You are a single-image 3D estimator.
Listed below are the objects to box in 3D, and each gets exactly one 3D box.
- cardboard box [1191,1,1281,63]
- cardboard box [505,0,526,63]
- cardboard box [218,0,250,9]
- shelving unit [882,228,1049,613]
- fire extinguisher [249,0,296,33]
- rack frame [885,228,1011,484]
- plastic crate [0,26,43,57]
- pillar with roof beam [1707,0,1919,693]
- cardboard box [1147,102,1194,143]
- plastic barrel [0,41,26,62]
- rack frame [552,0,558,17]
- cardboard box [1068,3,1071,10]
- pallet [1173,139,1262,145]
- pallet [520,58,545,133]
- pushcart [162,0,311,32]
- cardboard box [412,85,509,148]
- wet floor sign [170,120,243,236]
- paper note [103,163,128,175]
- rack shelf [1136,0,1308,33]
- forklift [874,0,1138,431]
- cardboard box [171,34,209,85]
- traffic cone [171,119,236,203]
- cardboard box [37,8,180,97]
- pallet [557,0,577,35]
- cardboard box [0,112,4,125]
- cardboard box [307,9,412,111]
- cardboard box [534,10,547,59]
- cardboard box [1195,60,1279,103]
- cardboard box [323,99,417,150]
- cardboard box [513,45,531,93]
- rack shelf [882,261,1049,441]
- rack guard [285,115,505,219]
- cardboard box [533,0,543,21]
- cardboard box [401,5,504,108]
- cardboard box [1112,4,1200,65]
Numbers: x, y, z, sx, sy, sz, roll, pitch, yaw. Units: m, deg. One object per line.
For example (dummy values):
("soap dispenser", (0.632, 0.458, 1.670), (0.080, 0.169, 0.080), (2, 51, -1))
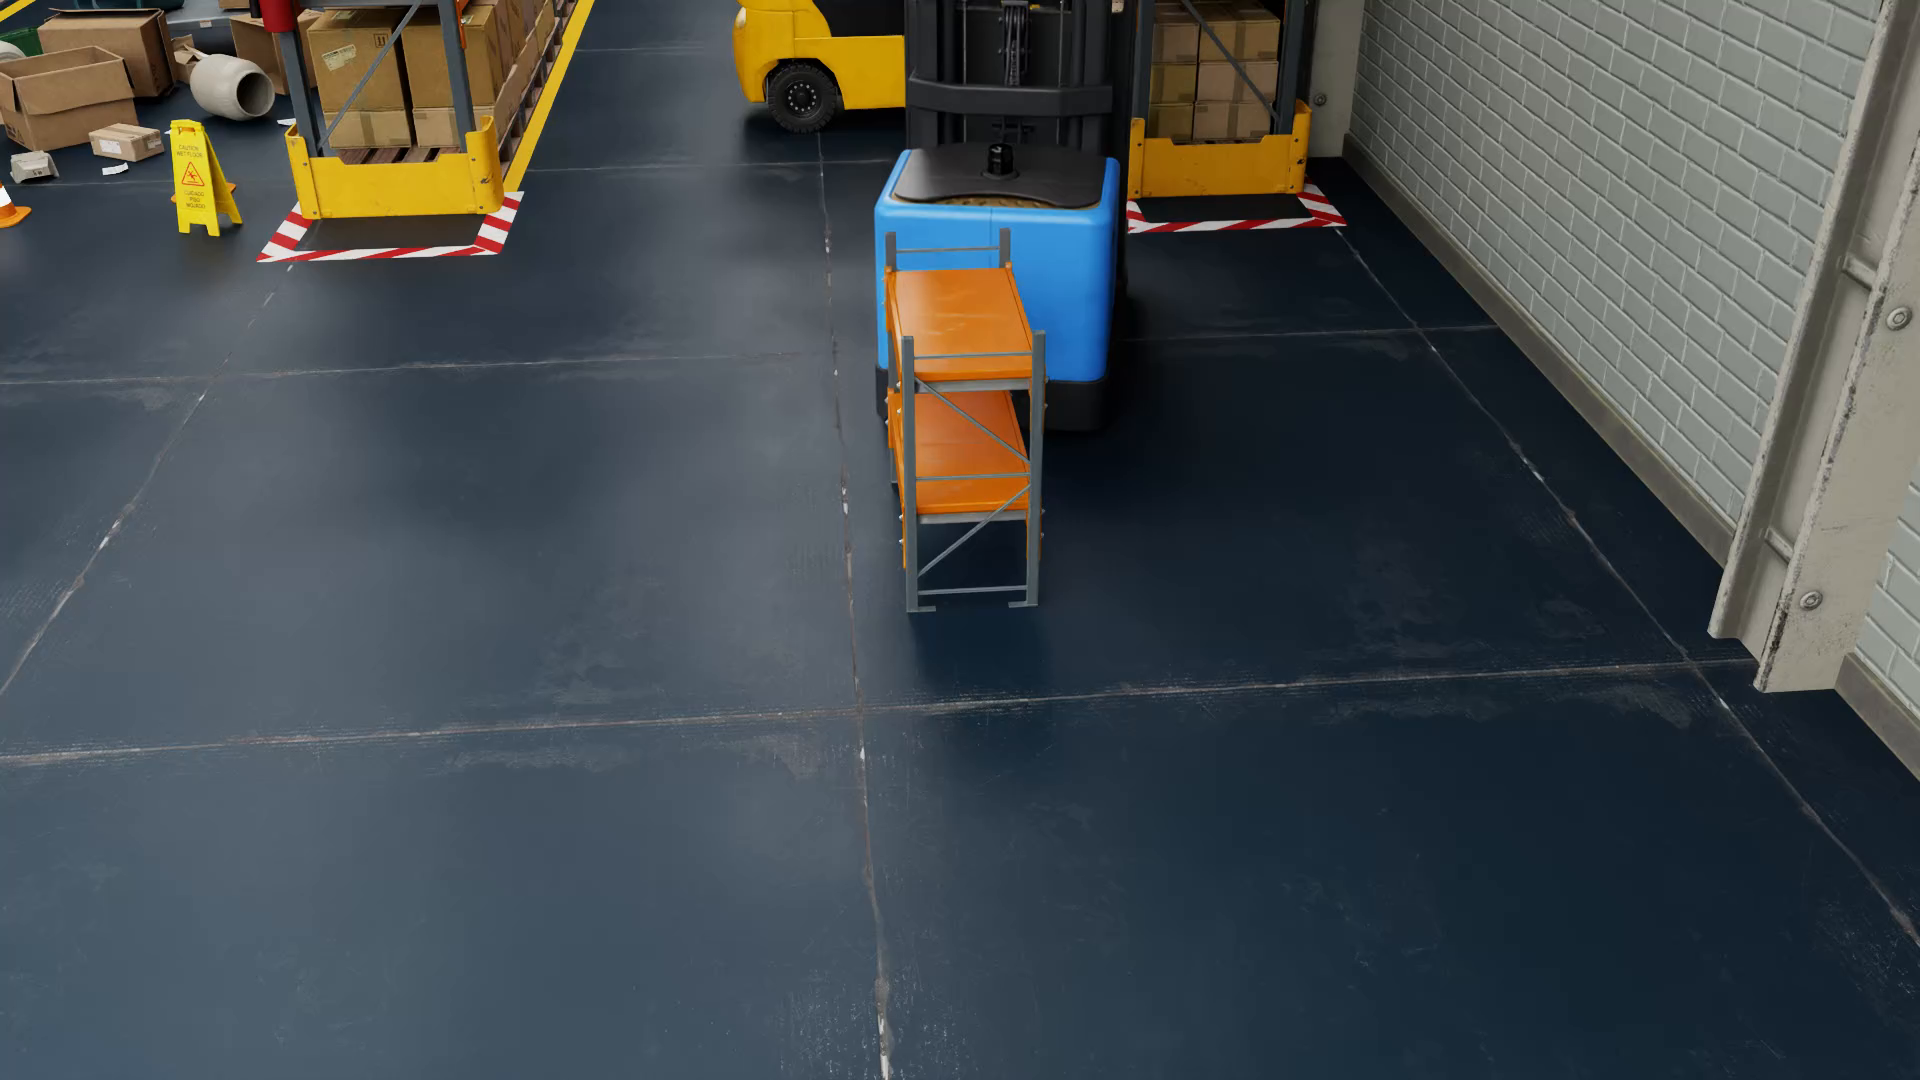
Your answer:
("cardboard box", (1.701, -3.208, 10.492), (0.500, 0.250, 0.500), (-3, 31, -5))
("cardboard box", (-3.279, -3.567, 11.337), (0.500, 0.500, 0.500), (-2, 31, -4))
("cardboard box", (-5.527, -4.478, 13.021), (0.500, 0.500, 0.500), (-3, 31, -5))
("shelving unit", (-0.001, -0.486, 6.467), (0.538, 1.125, 1.048), (-3, 31, -5))
("fire extinguisher", (-3.832, -3.171, 9.209), (0.296, 0.674, 0.183), (-3, 31, -5))
("rack frame", (-0.048, -0.746, 6.902), (0.500, 1.125, 0.032), (-3, 31, -5))
("plastic crate", (-7.356, -3.830, 12.922), (0.450, 0.188, 0.662), (4, 30, 26))
("pillar with roof beam", (-1.336, -3.229, 3.380), (9.100, 9.000, 0.400), (-3, 31, -5))
("cardboard box", (1.199, -2.749, 10.699), (0.500, 0.250, 0.500), (-3, 31, -4))
("plastic barrel", (-7.043, -3.426, 12.074), (0.512, 0.421, 0.421), (20, 36, 29))
("rack frame", (-3.758, -5.327, 12.743), (1.000, 3.000, 0.127), (-3, 31, -5))
("cardboard box", (1.053, -3.747, 11.883), (0.500, 0.250, 0.500), (-3, 31, -5))
("pallet", (1.445, -2.716, 11.091), (1.003, 0.211, 1.213), (-3, 31, -5))
("pallet", (-3.543, -3.164, 11.842), (1.003, 0.211, 1.213), (-3, 31, -5))
("pushcart", (-6.023, -4.066, 13.190), (1.648, 0.377, 0.936), (-14, 33, -22))
("cardboard box", (-3.184, -2.710, 10.633), (0.500, 0.250, 0.500), (-3, 31, -5))
("wet floor sign", (-4.431, -2.126, 9.679), (0.267, 0.644, 0.232), (8, 32, 13))
("paper note", (-5.454, -2.397, 10.734), (0.148, 0.019, 0.142), (-14, 33, -22))
("rack shelf", (1.371, -4.237, 11.619), (1.077, 0.370, 4.000), (-3, 31, -5))
("forklift", (0.312, -2.477, 8.039), (1.130, 2.935, 3.031), (4, 31, 6))
("cardboard box", (-5.818, -3.634, 12.576), (0.396, 0.266, 0.258), (27, 40, 37))
("traffic cone", (-4.708, -2.353, 10.239), (0.336, 0.463, 0.334), (-3, 31, -5))
("cardboard box", (-6.164, -3.524, 12.026), (0.797, 0.637, 0.503), (-3, 31, -5))
("pallet", (-3.832, -4.527, 14.123), (1.003, 0.211, 1.213), (-3, 31, -5))
("cardboard box", (-6.682, -3.075, 11.639), (0.396, 0.266, 0.258), (2, 31, 4))
("cardboard box", (-3.718, -3.003, 10.393), (0.500, 0.500, 0.500), (-3, 31, -4))
("cardboard box", (-3.375, -3.766, 12.402), (0.500, 0.250, 0.500), (-4, 31, -6))
("cardboard box", (1.721, -2.989, 10.613), (0.500, 0.250, 0.500), (-2, 31, -4))
("cardboard box", (-3.730, -2.697, 10.611), (0.500, 0.250, 0.500), (-3, 31, -5))
("cardboard box", (-3.288, -3.249, 11.535), (0.500, 0.250, 0.500), (-1, 31, -1))
("rack shelf", (-0.001, -0.738, 6.317), (0.538, 0.278, 1.000), (-3, 31, -5))
("rack guard", (-3.391, -2.250, 10.030), (1.175, 0.500, 0.348), (-3, 31, -5))
("cardboard box", (-3.386, -4.100, 12.229), (0.500, 0.500, 0.500), (-2, 31, -4))
("cardboard box", (-3.187, -3.044, 10.461), (0.500, 0.500, 0.500), (-4, 31, -6))
("cardboard box", (1.204, -3.174, 10.435), (0.500, 0.250, 0.500), (-2, 31, -3))
